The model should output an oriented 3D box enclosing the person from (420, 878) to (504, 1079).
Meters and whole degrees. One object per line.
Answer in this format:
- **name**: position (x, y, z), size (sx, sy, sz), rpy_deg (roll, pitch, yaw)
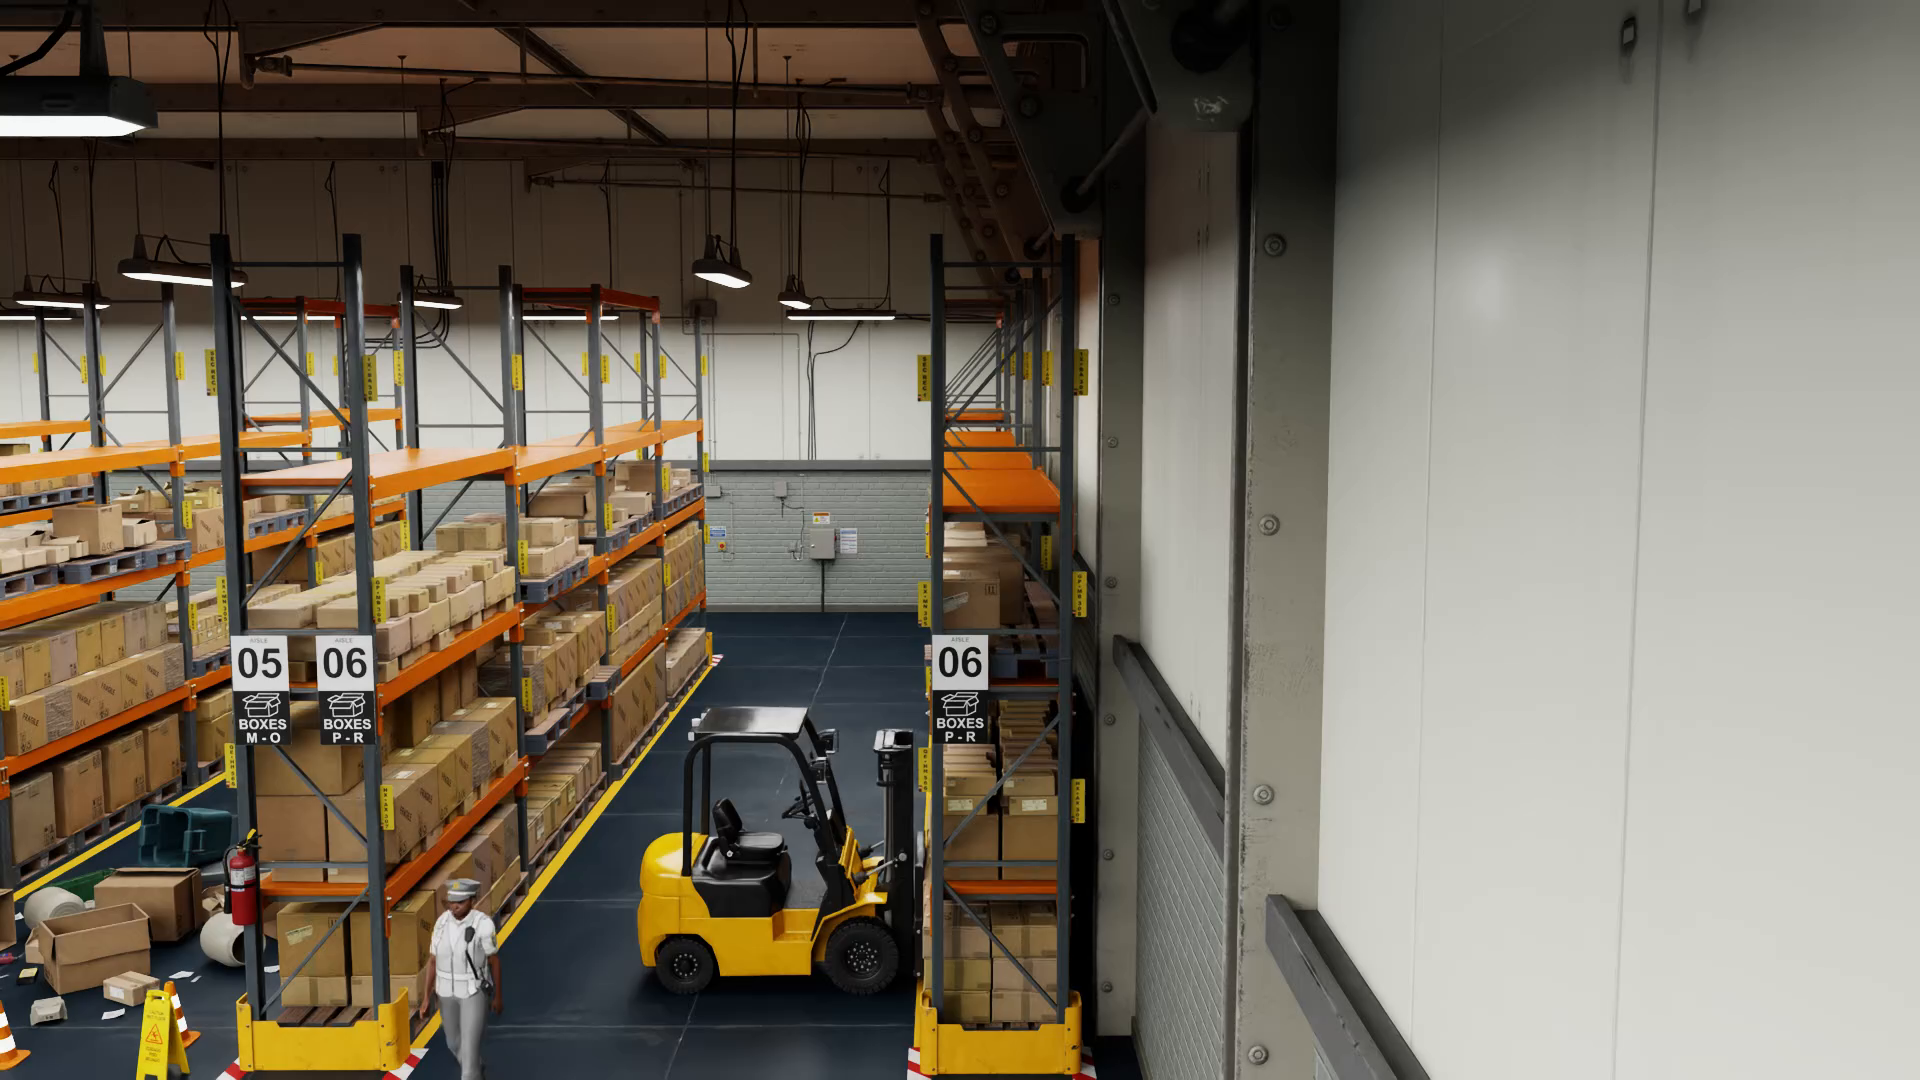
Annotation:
- **person**: position (-3.405, 3.097, 11.321), size (0.483, 1.643, 0.894), rpy_deg (2, 7, 14)
